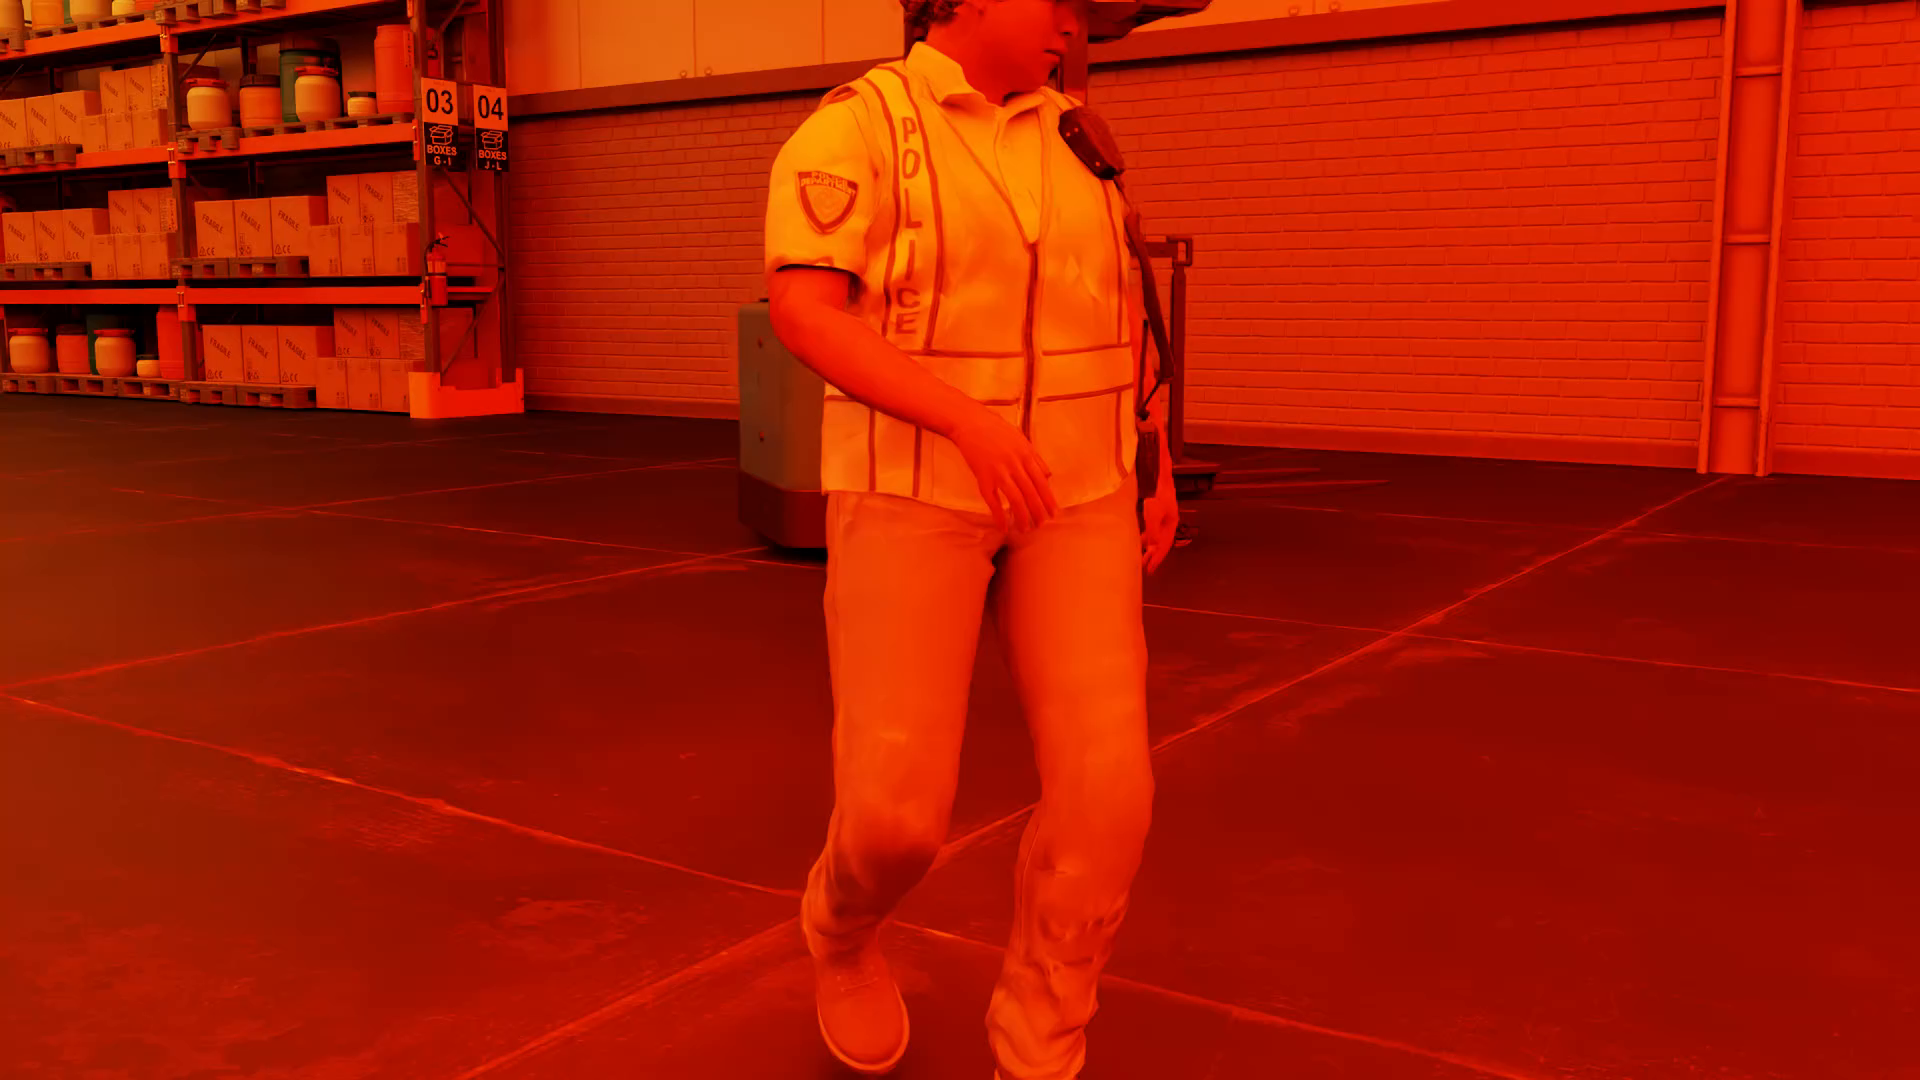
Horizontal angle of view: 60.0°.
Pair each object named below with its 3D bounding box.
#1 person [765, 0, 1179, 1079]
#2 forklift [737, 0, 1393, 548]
[{"bbox_3d":[0.065,-0.035,2.170,0.642,1.610,0.576,-2,8,-16],"label":"person"},{"bbox_3d":[0.542,-1.482,7.617,3.031,2.935,1.130,-3,9,-19],"label":"forklift"}]
